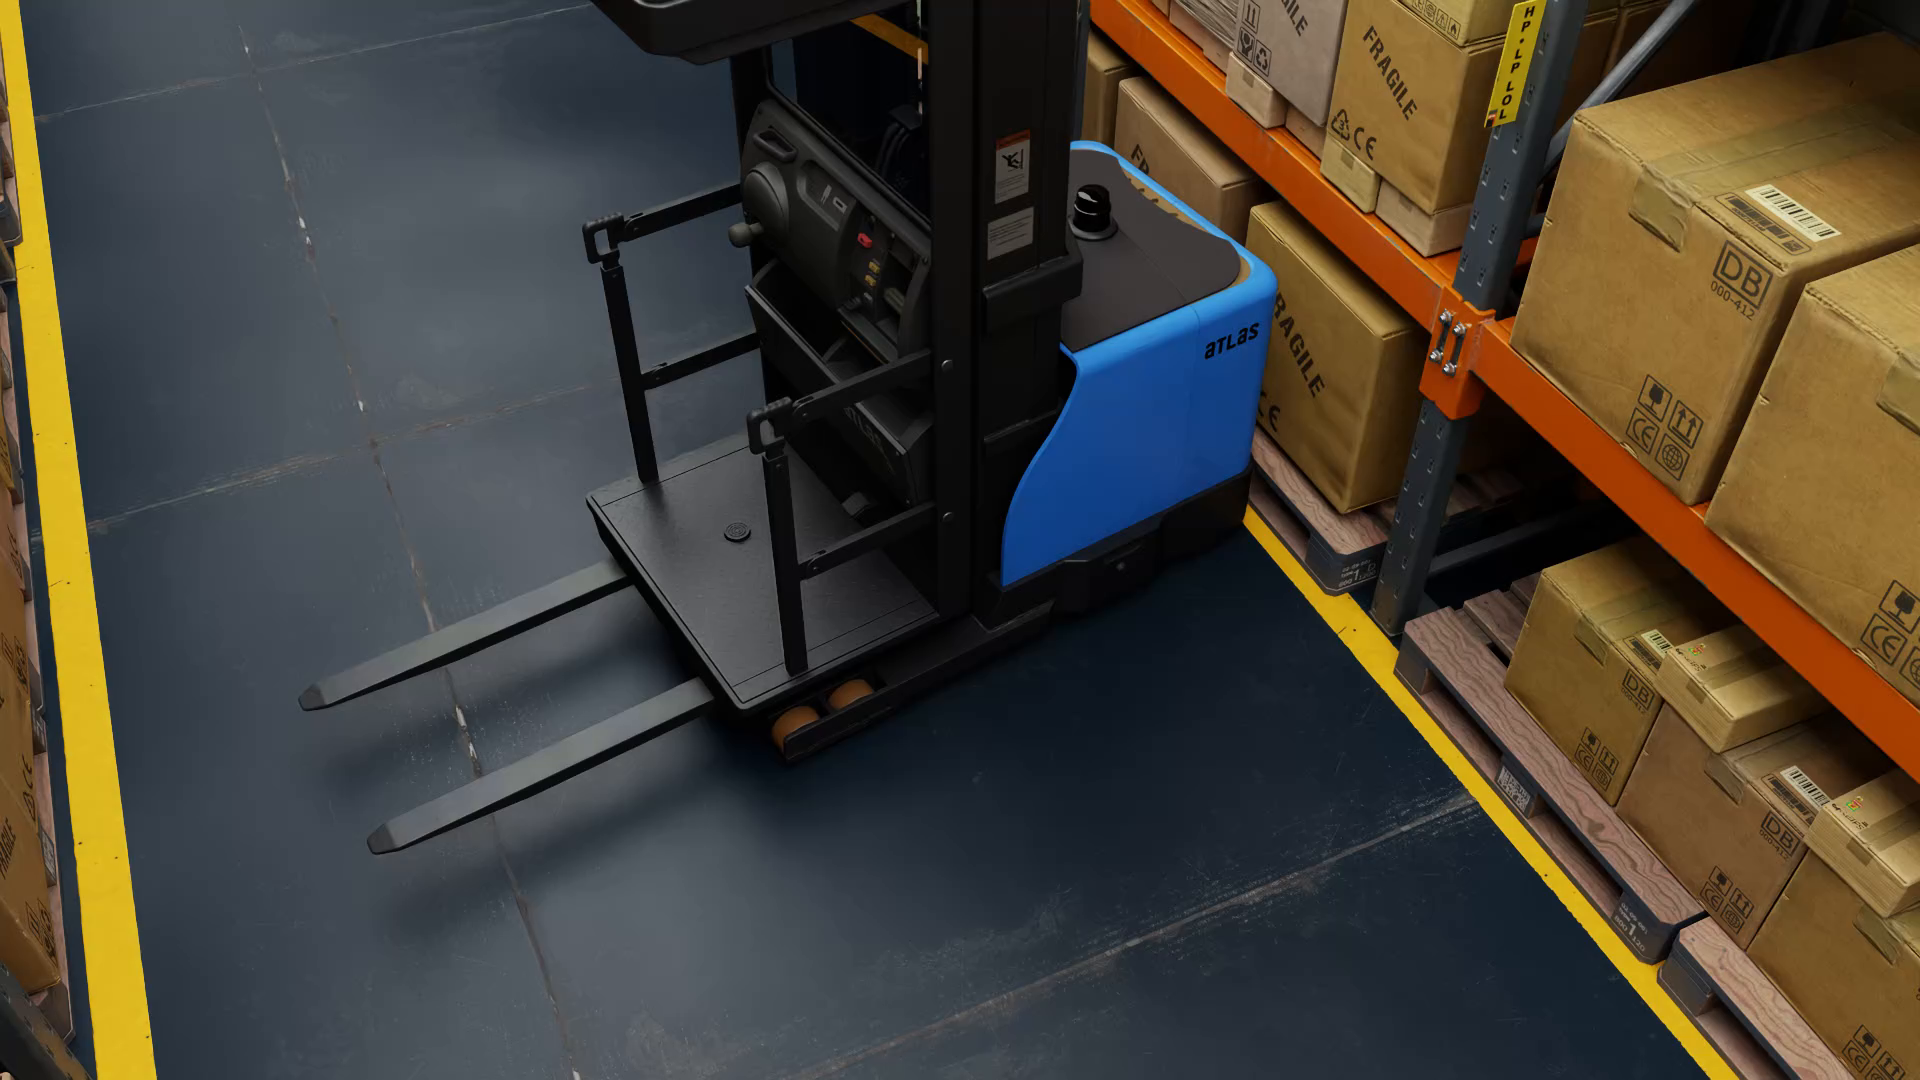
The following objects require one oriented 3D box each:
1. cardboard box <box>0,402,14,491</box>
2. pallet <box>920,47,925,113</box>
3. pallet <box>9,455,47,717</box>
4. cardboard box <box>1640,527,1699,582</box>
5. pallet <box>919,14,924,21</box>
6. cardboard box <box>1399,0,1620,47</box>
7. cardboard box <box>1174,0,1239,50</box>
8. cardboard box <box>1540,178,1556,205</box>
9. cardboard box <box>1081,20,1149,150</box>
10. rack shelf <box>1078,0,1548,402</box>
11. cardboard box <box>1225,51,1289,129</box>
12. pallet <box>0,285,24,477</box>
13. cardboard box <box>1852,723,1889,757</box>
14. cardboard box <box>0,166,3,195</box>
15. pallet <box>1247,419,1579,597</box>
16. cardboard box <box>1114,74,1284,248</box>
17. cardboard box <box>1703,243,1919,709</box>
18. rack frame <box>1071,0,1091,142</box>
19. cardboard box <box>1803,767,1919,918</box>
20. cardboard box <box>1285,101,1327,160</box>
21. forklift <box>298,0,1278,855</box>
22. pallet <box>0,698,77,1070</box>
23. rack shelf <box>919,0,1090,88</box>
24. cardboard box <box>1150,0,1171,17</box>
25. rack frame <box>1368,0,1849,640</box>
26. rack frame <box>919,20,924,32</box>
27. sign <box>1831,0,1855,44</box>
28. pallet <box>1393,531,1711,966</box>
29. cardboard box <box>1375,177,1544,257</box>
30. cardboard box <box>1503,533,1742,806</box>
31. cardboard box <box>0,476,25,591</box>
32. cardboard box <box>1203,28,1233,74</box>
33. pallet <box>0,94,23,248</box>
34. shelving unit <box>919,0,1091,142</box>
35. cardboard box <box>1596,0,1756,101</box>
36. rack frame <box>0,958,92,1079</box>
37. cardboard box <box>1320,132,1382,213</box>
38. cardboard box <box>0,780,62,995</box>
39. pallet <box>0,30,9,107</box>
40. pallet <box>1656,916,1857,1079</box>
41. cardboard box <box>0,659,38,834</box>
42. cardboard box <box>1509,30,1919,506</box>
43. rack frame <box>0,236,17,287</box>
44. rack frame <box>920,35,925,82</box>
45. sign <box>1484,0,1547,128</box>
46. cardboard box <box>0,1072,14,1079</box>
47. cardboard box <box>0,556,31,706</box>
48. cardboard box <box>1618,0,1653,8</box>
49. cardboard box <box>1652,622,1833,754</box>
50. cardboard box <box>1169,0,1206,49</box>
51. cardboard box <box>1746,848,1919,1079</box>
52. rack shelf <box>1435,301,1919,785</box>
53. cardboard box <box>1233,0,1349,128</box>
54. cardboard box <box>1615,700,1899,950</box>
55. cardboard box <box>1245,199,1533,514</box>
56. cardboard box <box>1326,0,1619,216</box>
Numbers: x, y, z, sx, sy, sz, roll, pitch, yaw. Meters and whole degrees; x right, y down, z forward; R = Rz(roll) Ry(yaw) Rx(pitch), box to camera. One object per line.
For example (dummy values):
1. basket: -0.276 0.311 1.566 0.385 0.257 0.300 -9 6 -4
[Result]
1. cardboard box: -3.522 -0.424 5.510 0.500 0.500 0.500 -20 48 -19
2. pallet: 0.410 -1.962 7.588 1.003 0.211 1.213 -18 47 -17
3. pallet: -3.557 0.242 5.354 1.003 0.211 1.213 -18 47 -17
4. cardboard box: 2.169 -0.065 4.699 0.380 0.149 0.250 -18 47 -18
5. pallet: -0.180 -2.985 8.625 1.003 0.211 1.213 -18 47 -17
6. cardboard box: 1.400 -1.568 4.372 0.500 0.250 0.500 -17 47 -16
7. cardboard box: 0.979 -1.943 5.286 0.500 0.500 0.500 -18 47 -17
8. cardboard box: 1.868 -1.120 4.914 0.380 0.149 0.250 -19 48 -19
9. cardboard box: 0.700 -1.796 6.666 0.750 0.750 0.750 -18 47 -18
10. rack shelf: 0.988 -1.948 6.101 1.077 0.370 4.000 -18 47 -17
11. cardboard box: 1.070 -1.463 5.261 0.380 0.149 0.250 -18 47 -17
12. pallet: -4.066 -0.534 6.141 1.003 0.211 1.213 -18 47 -17
13. cardboard box: 2.504 0.438 4.189 0.380 0.149 0.250 -19 48 -19
14. cardboard box: -4.300 -1.605 6.899 0.500 0.250 0.500 -18 47 -18
15. pallet: 1.436 -0.407 6.012 1.003 0.211 1.213 -18 47 -17
16. cardboard box: 1.061 -1.256 6.118 0.750 0.750 0.750 -17 47 -16
17. cardboard box: 2.344 -0.219 3.623 0.980 0.700 0.700 -19 48 -18
18. rack frame: 0.257 -1.361 6.058 0.400 1.500 0.023 -18 47 -18
19. cardboard box: 2.248 0.691 3.933 0.380 0.149 0.250 -19 48 -19
20. cardboard box: 1.234 -1.312 5.108 0.380 0.149 0.250 -17 47 -16
21. forklift: -0.526 -0.801 4.475 3.031 2.935 1.130 -25 50 -23
22. pallet: -3.040 1.021 4.565 1.003 0.211 1.213 -18 47 -17
23. rack shelf: 0.103 -1.872 6.020 0.431 0.370 0.720 -18 47 -18
24. cardboard box: 0.834 -1.975 5.780 0.380 0.149 0.250 -17 47 -16
25. rack frame: 1.829 -0.930 4.557 1.000 3.000 0.127 -18 47 -17
26. rack frame: 0.147 -3.479 7.140 1.000 3.000 0.127 -18 47 -17
27. sign: 2.332 -1.431 4.392 0.100 0.325 0.005 -18 47 -17
28. pallet: 2.078 0.570 5.022 1.003 0.211 1.213 -18 47 -17
29. cardboard box: 1.430 -0.979 4.772 0.380 0.149 0.250 -18 47 -17
30. cardboard box: 2.050 0.317 4.774 0.700 0.500 0.500 -17 47 -17
31. cardboard box: -3.296 -0.091 5.173 0.500 0.500 0.500 -20 48 -19
32. cardboard box: 1.027 -1.638 5.439 0.380 0.149 0.250 -18 47 -17
33. pallet: -4.657 -1.557 7.178 1.003 0.211 1.213 -18 47 -17
34. shelving unit: 0.099 -1.593 6.292 0.431 1.500 0.755 -18 47 -18
35. cardboard box: 1.864 -1.446 4.783 0.500 0.500 0.500 -20 48 -19
36. rack frame: -2.661 0.534 3.073 0.949 2.616 0.053 -18 47 -17
37. cardboard box: 1.302 -1.133 4.927 0.380 0.149 0.250 -17 47 -17
38. cardboard box: -2.646 0.888 4.180 0.500 0.500 0.500 -20 48 -19
39. pallet: -5.166 -2.334 7.965 1.003 0.211 1.213 -18 47 -17
40. pallet: 2.594 1.349 4.233 1.003 0.211 1.213 -18 47 -17
41. cardboard box: -2.881 0.552 4.522 0.500 0.500 0.500 -17 47 -17
42. cardboard box: 2.042 -0.686 4.096 0.980 0.700 0.700 -17 47 -17
43. rack frame: -4.346 -2.014 5.655 1.000 3.000 0.127 -18 47 -17
44. rack frame: -0.059 -1.825 6.527 0.400 1.500 0.023 -18 47 -18
45. sign: 1.341 -1.147 4.009 0.100 0.325 0.005 -18 47 -17
46. cardboard box: -2.167 1.548 3.512 0.500 0.500 0.500 -18 47 -17
47. cardboard box: -3.084 0.231 4.847 0.500 0.500 0.500 -17 47 -17
48. cardboard box: 1.872 -1.715 4.522 0.500 0.250 0.500 -17 47 -16
49. cardboard box: 2.029 0.358 4.270 0.380 0.149 0.250 -17 47 -16
50. cardboard box: 0.935 -1.802 5.605 0.380 0.149 0.250 -19 48 -18
51. cardboard box: 2.472 0.966 4.116 0.700 0.500 0.500 -17 47 -16
52. rack shelf: 2.670 0.601 3.518 1.077 0.370 4.000 -18 47 -17
53. cardboard box: 1.183 -1.620 4.959 0.500 0.500 0.500 -18 47 -17
54. cardboard box: 2.258 0.638 4.448 0.700 0.500 0.500 -18 48 -18
55. cardboard box: 1.438 -0.690 5.545 0.750 0.750 0.750 -18 47 -17
56. cardboard box: 1.406 -1.298 4.633 0.500 0.500 0.500 -19 48 -18
